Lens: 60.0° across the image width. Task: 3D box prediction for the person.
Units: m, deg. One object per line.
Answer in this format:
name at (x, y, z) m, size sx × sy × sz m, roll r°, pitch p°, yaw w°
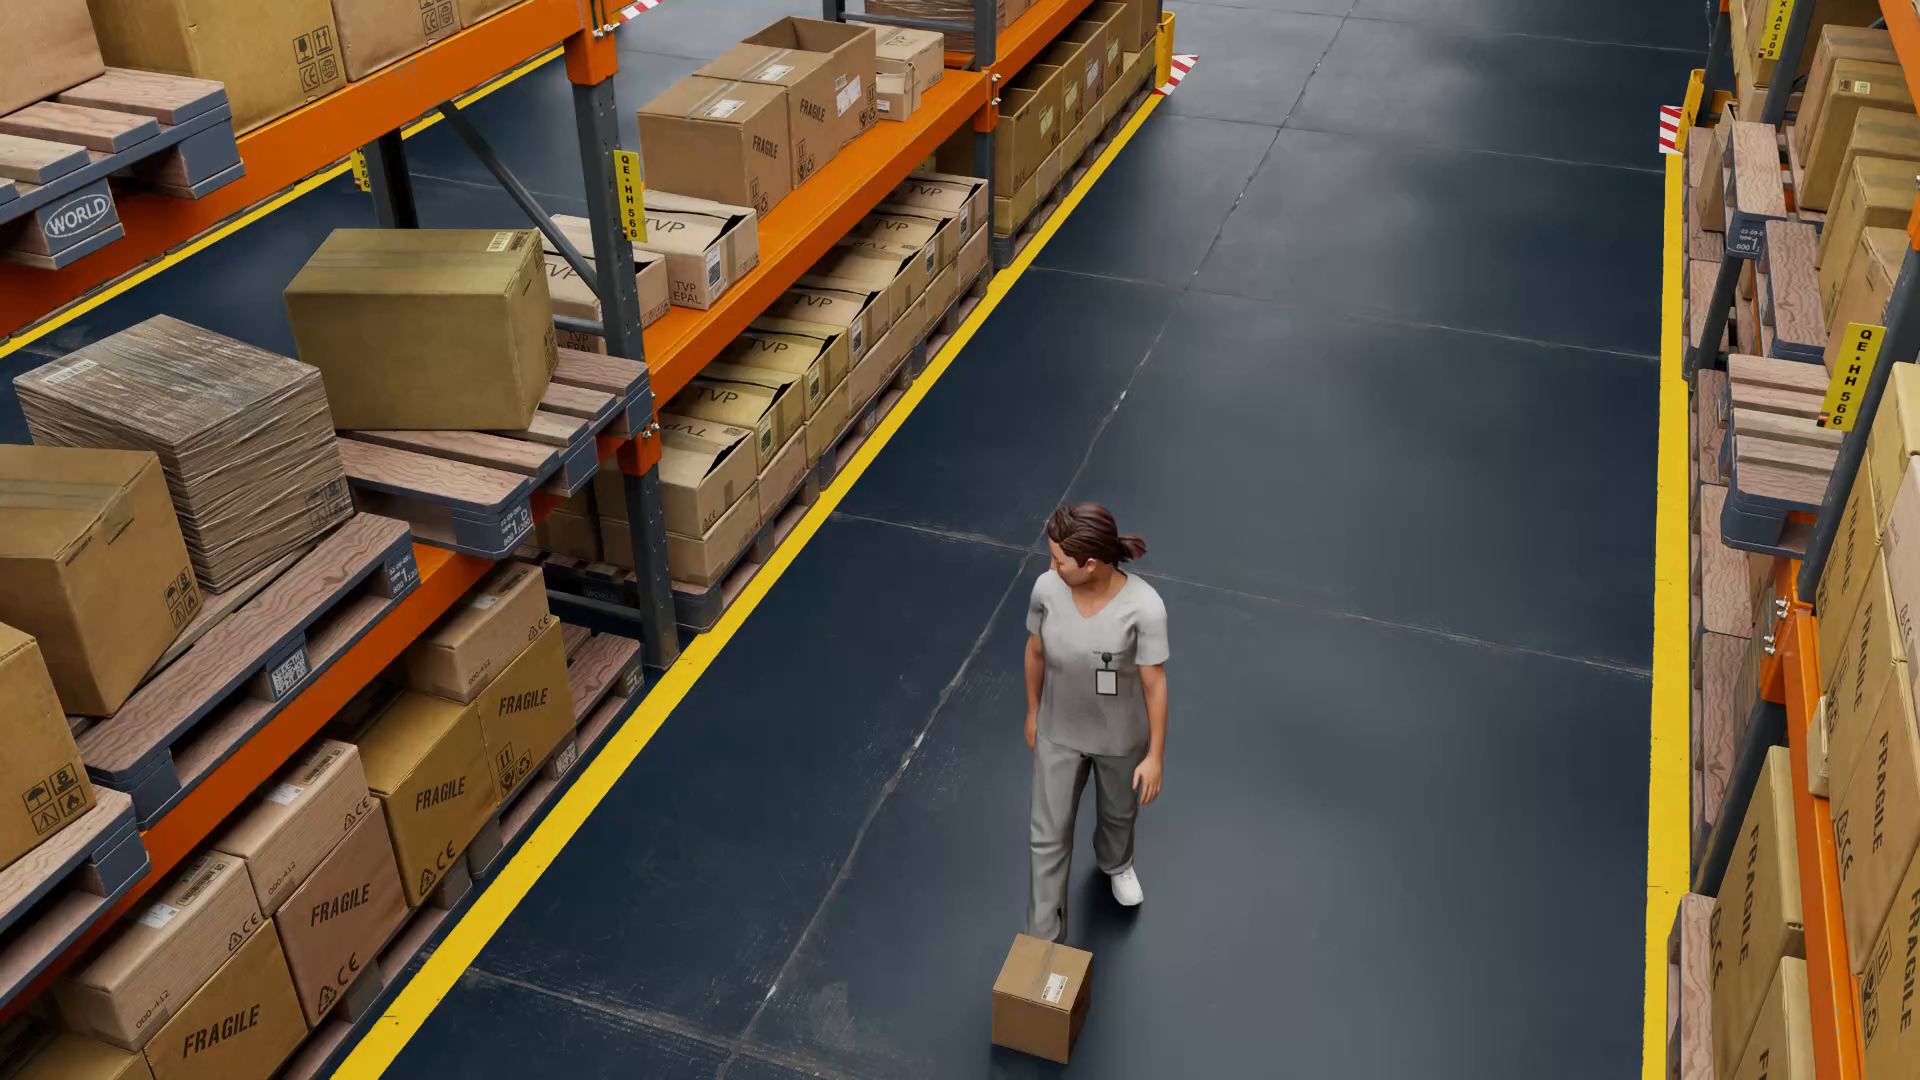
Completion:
person at (0.407, 0.624, 5.170) m, size 0.475 × 1.661 × 0.762 m, roll 8°, pitch 34°, yaw 11°
